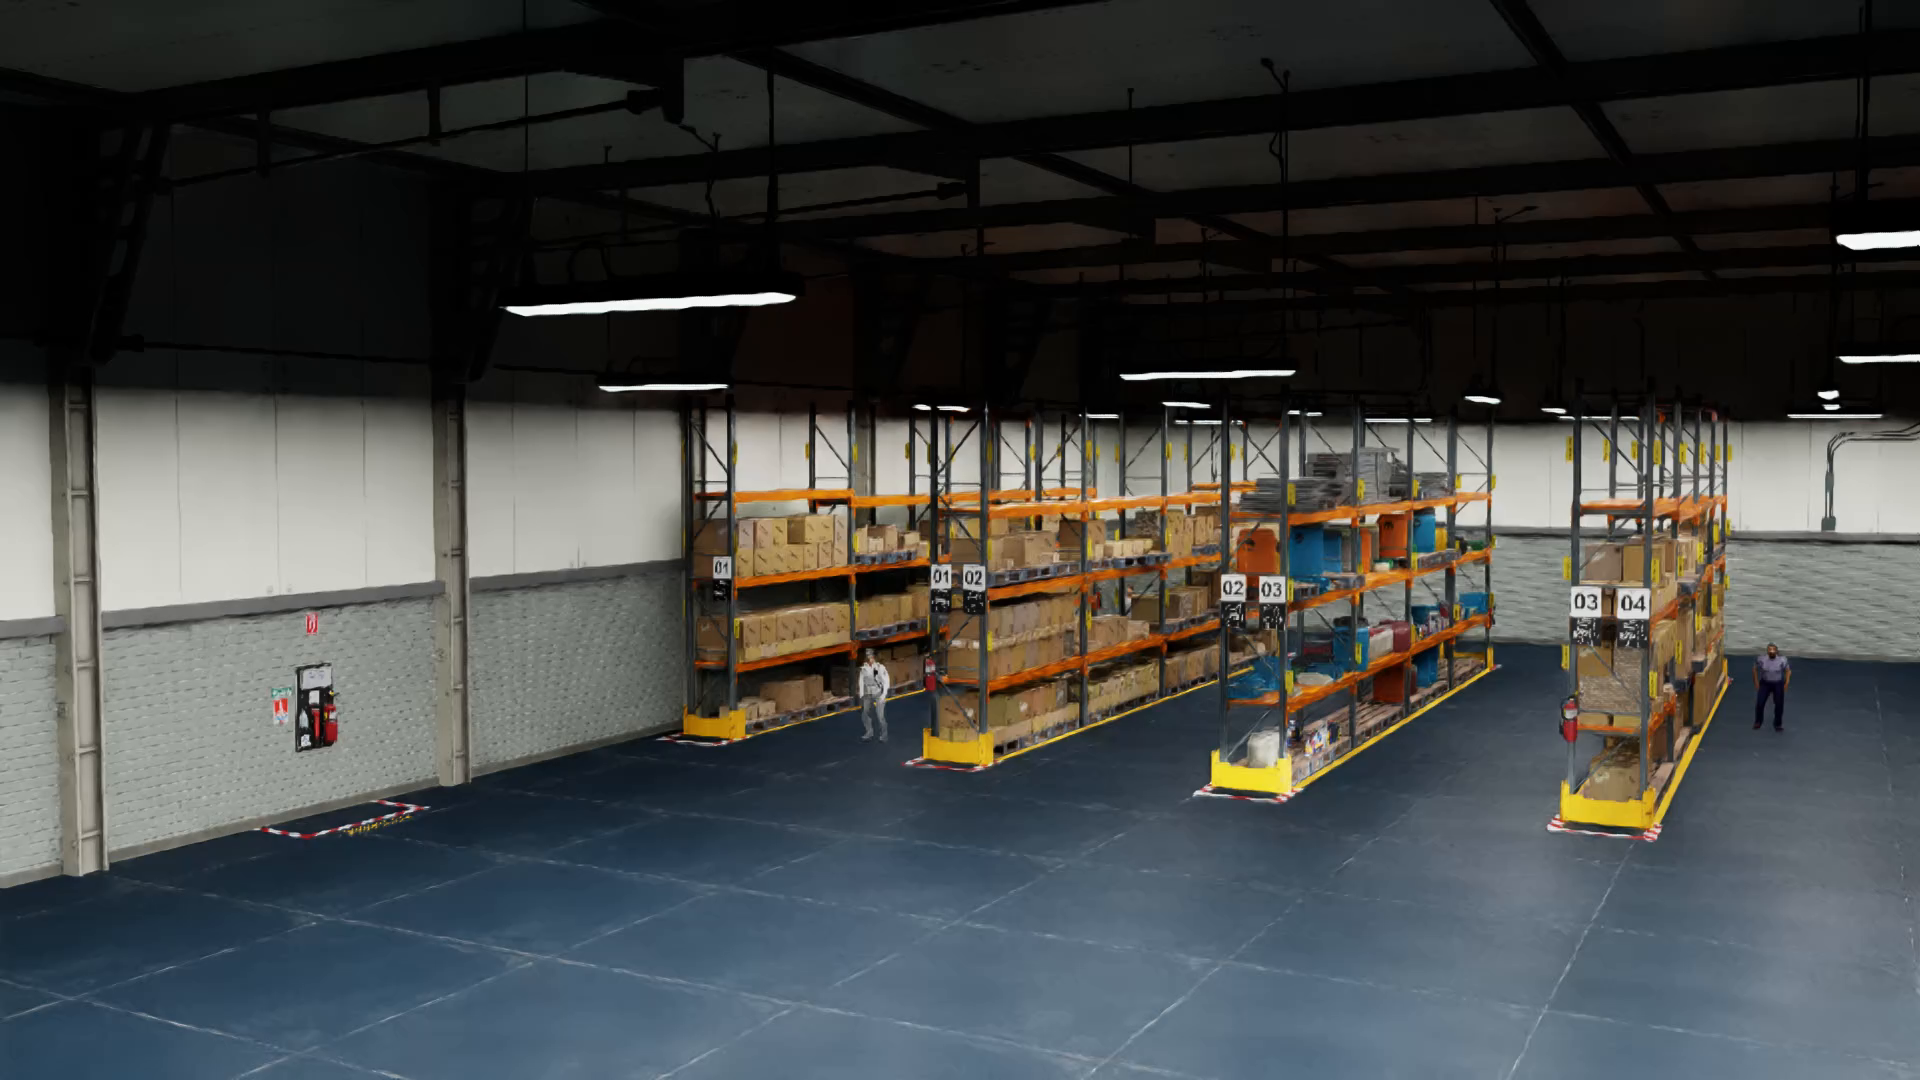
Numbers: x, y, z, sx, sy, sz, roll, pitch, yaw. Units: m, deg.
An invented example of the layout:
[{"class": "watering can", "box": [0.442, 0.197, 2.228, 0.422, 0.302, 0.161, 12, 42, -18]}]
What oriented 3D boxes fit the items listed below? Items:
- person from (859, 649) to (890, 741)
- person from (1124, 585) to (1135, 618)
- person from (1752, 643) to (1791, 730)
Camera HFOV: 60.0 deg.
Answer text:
[{"class": "person", "box": [-1.488, 2.675, 28.844, 0.639, 1.631, 0.508, 1, 3, 26]}, {"class": "person", "box": [4.387, 1.937, 42.870, 0.446, 1.592, 1.107, 1, 3, 25]}, {"class": "person", "box": [14.631, 2.634, 29.998, 0.625, 1.596, 0.517, 1, 3, 26]}]
